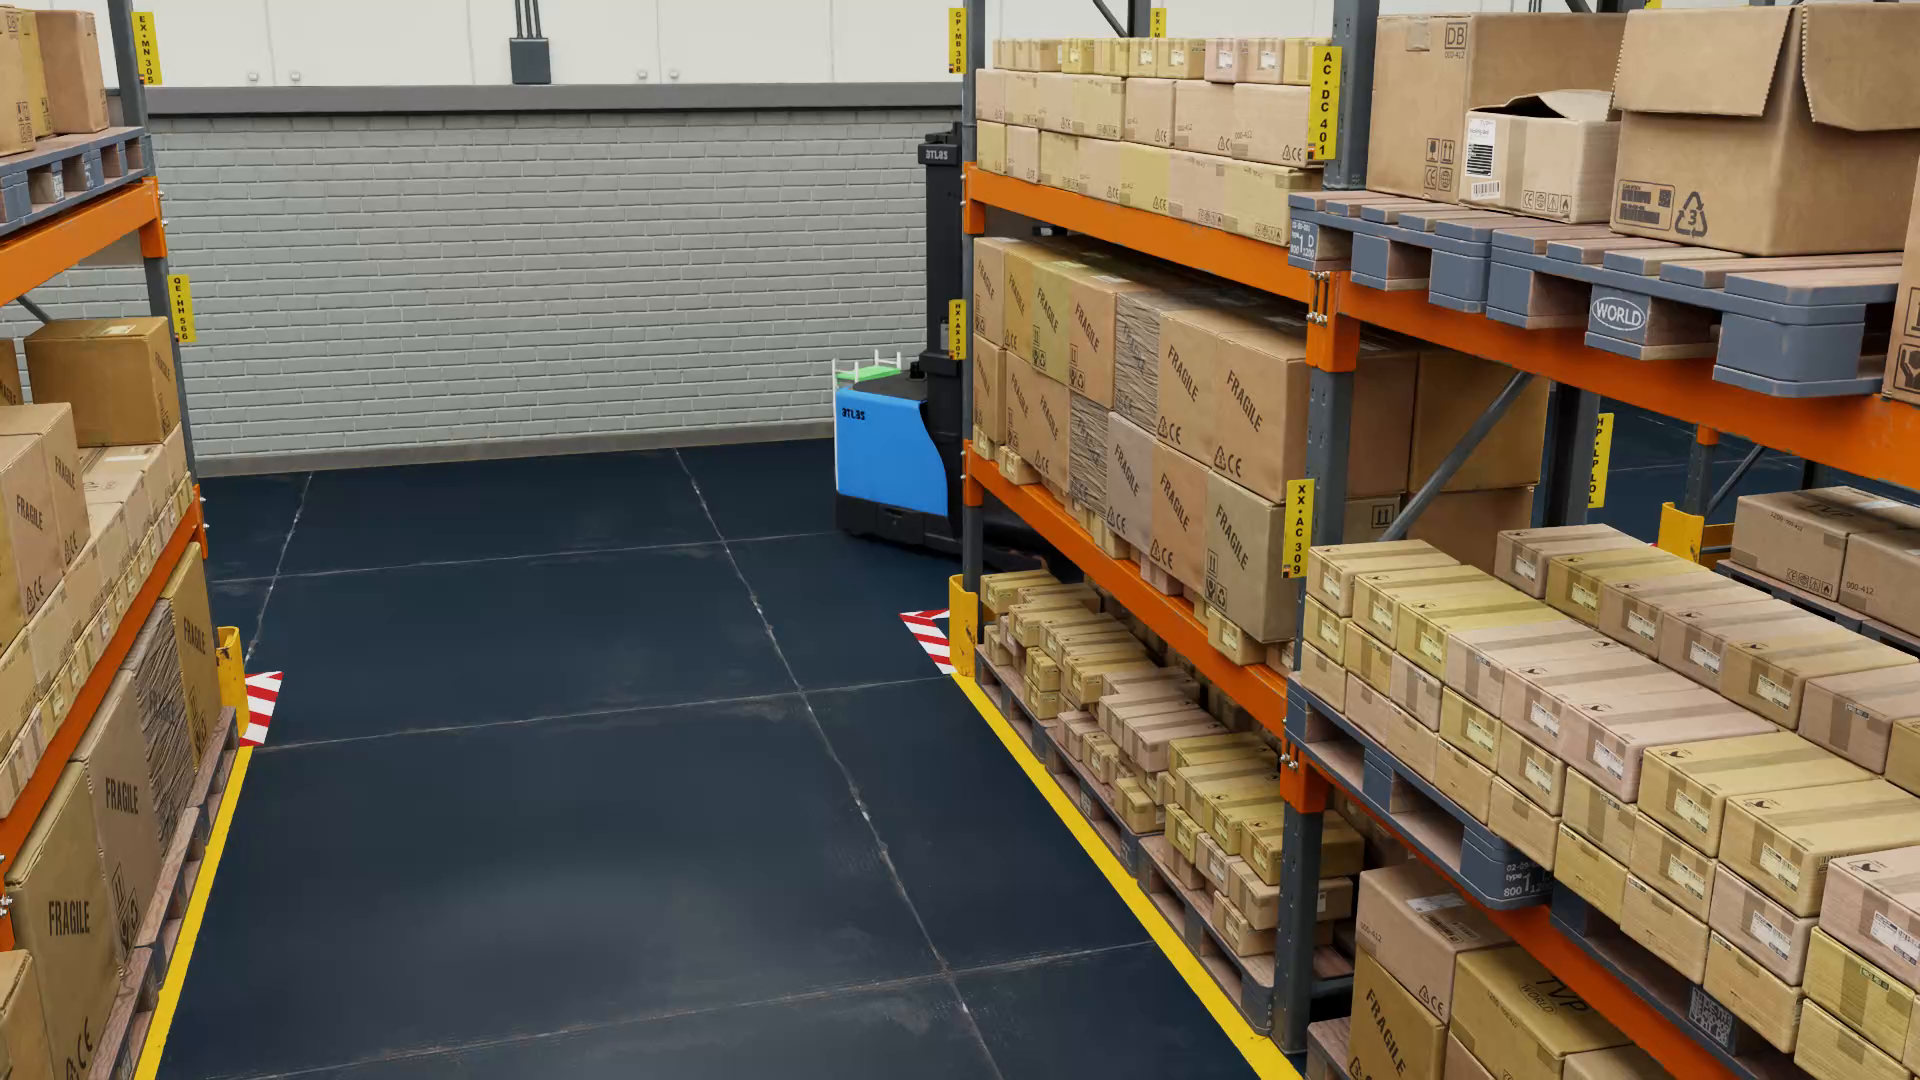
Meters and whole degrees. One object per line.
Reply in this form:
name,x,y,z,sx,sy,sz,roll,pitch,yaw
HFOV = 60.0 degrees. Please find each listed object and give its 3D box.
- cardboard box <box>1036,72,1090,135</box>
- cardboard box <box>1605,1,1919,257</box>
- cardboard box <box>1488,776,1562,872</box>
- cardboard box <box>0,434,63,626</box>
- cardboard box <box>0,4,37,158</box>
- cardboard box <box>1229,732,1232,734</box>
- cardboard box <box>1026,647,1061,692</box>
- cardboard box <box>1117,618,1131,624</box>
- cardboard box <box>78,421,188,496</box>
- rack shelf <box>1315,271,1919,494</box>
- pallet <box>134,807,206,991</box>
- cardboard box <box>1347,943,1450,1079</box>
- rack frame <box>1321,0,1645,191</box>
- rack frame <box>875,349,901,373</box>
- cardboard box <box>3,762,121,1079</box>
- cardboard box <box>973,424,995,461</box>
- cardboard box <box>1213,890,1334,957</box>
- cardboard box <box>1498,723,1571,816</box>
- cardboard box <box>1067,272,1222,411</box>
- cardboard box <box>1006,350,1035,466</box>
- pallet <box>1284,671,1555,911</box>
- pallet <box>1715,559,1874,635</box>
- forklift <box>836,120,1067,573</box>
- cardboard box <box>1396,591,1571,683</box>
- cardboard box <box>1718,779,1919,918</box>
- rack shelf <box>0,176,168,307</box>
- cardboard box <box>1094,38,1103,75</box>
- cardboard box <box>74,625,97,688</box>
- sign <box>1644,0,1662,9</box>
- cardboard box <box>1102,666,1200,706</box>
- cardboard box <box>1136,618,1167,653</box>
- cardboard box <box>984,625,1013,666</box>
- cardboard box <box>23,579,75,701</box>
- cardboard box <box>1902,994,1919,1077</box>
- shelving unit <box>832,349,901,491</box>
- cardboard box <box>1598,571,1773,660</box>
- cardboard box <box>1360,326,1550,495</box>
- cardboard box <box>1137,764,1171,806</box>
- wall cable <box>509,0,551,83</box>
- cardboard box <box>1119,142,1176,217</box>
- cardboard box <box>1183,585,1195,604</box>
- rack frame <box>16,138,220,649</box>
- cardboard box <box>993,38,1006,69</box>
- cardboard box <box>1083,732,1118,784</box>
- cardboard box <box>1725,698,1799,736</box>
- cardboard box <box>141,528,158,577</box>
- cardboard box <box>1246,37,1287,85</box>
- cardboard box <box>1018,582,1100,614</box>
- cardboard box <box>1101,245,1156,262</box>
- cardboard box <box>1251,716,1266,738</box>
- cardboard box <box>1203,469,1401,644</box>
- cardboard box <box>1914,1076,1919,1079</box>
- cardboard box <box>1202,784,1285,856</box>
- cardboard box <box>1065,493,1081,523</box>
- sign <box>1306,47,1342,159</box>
cardboard box,0.655,-1.950,7.407,0.500,0.250,0.500,-4,17,-15
cardboard box,1.909,-0.916,3.663,0.797,0.503,0.637,-5,17,-16
cardboard box,1.562,0.684,4.168,0.380,0.149,0.250,-5,18,-18
cardboard box,-3.199,-0.021,5.249,0.500,0.500,0.500,-5,17,-15
cardboard box,-3.609,-1.552,5.614,0.700,0.500,0.500,-4,17,-13
cardboard box,1.429,0.875,7.534,0.380,0.149,0.250,-5,17,-16
cardboard box,0.549,0.635,8.333,0.380,0.149,0.250,-4,17,-14
cardboard box,0.951,0.449,8.951,0.380,0.149,0.250,-5,17,-17
cardboard box,-3.896,-0.366,7.700,0.500,0.250,0.500,-5,17,-16
rack shelf,2.161,-0.205,3.457,1.077,0.370,4.000,-5,17,-15
pallet,-3.658,1.479,6.662,1.003,0.211,1.213,-5,17,-15
cardboard box,1.559,1.555,5.176,0.500,0.500,0.500,-4,17,-13
rack frame,1.611,-2.539,4.764,1.000,3.000,0.127,-5,17,-15
rack frame,-0.538,-0.847,12.680,0.240,1.200,0.015,11,20,36
cardboard box,-3.290,1.326,5.288,0.875,0.875,0.875,-5,17,-15
cardboard box,0.286,-0.537,8.962,0.380,0.149,0.250,-5,17,-16
cardboard box,1.176,1.417,6.248,0.380,0.149,0.250,-4,17,-15
cardboard box,1.570,0.545,4.113,0.380,0.149,0.250,-4,17,-13
cardboard box,0.790,-0.871,7.210,0.500,0.500,0.500,-5,18,-17
cardboard box,0.541,-0.671,8.281,0.500,0.500,0.500,-5,17,-15
pallet,1.681,0.649,4.912,1.003,0.211,1.213,-5,17,-15
pallet,5.539,0.359,10.391,1.003,0.211,1.213,-5,17,-15
forklift,0.582,-1.305,11.201,3.031,2.935,1.130,12,21,36
cardboard box,1.428,0.261,4.541,0.380,0.149,0.250,-5,17,-15
cardboard box,1.782,0.617,3.355,0.380,0.149,0.250,-4,17,-13
rack shelf,-3.735,-0.947,5.928,1.077,0.370,4.000,-5,17,-15
cardboard box,0.780,-2.028,6.975,0.380,0.149,0.250,-4,17,-13
cardboard box,-3.237,0.421,5.772,0.380,0.149,0.250,-5,17,-16
sign,2.144,-1.584,5.214,0.100,0.325,0.005,-5,17,-15
cardboard box,0.871,0.703,7.589,0.380,0.149,0.250,-5,17,-15
cardboard box,1.118,0.445,8.447,0.380,0.149,0.250,-5,18,-17
cardboard box,0.348,0.562,9.093,0.380,0.149,0.250,-4,17,-14
cardboard box,-3.195,0.339,5.354,0.500,0.250,0.500,-5,17,-16
cardboard box,1.919,0.901,2.929,0.380,0.149,0.250,-5,17,-15
shelving unit,-0.685,-0.791,12.493,0.258,1.200,0.503,11,20,36
cardboard box,2.053,0.210,4.713,0.380,0.149,0.250,-5,18,-17
cardboard box,1.721,-0.479,5.905,0.500,0.500,0.500,-4,17,-14
cardboard box,0.979,1.001,7.114,0.380,0.149,0.250,-4,17,-14
wall cable,-2.525,-6.659,12.886,2.277,5.999,0.120,-5,17,-15
cardboard box,0.951,-1.425,6.528,0.500,0.250,0.500,-5,17,-16
cardboard box,1.111,0.176,6.590,0.380,0.149,0.250,-5,17,-17
rack frame,-4.285,-0.408,8.098,1.000,3.000,0.127,-5,17,-15
cardboard box,0.382,-2.460,8.413,0.380,0.149,0.250,-5,17,-16
cardboard box,0.786,0.989,7.672,0.380,0.149,0.250,-5,17,-15
cardboard box,2.199,0.494,4.283,0.380,0.149,0.250,-6,18,-18
cardboard box,-3.588,0.067,6.952,0.380,0.149,0.250,-5,17,-16
cardboard box,1.180,-1.599,5.545,0.380,0.149,0.250,-4,17,-14
cardboard box,0.521,0.345,8.780,0.380,0.149,0.250,-4,17,-14
cardboard box,1.016,-1.195,8.287,0.500,0.500,0.500,-5,18,-17
cardboard box,1.495,0.807,7.242,0.380,0.149,0.250,-4,17,-14
cardboard box,1.207,0.032,5.941,0.500,0.500,0.500,-5,17,-15
cardboard box,1.930,1.050,2.949,0.380,0.149,0.250,-5,17,-16
cardboard box,1.155,1.068,6.375,0.380,0.149,0.250,-4,17,-15
cardboard box,0.713,-0.183,7.783,0.380,0.149,0.250,-5,17,-16
sign,1.092,-1.305,4.971,0.100,0.325,0.005,-5,17,-15
